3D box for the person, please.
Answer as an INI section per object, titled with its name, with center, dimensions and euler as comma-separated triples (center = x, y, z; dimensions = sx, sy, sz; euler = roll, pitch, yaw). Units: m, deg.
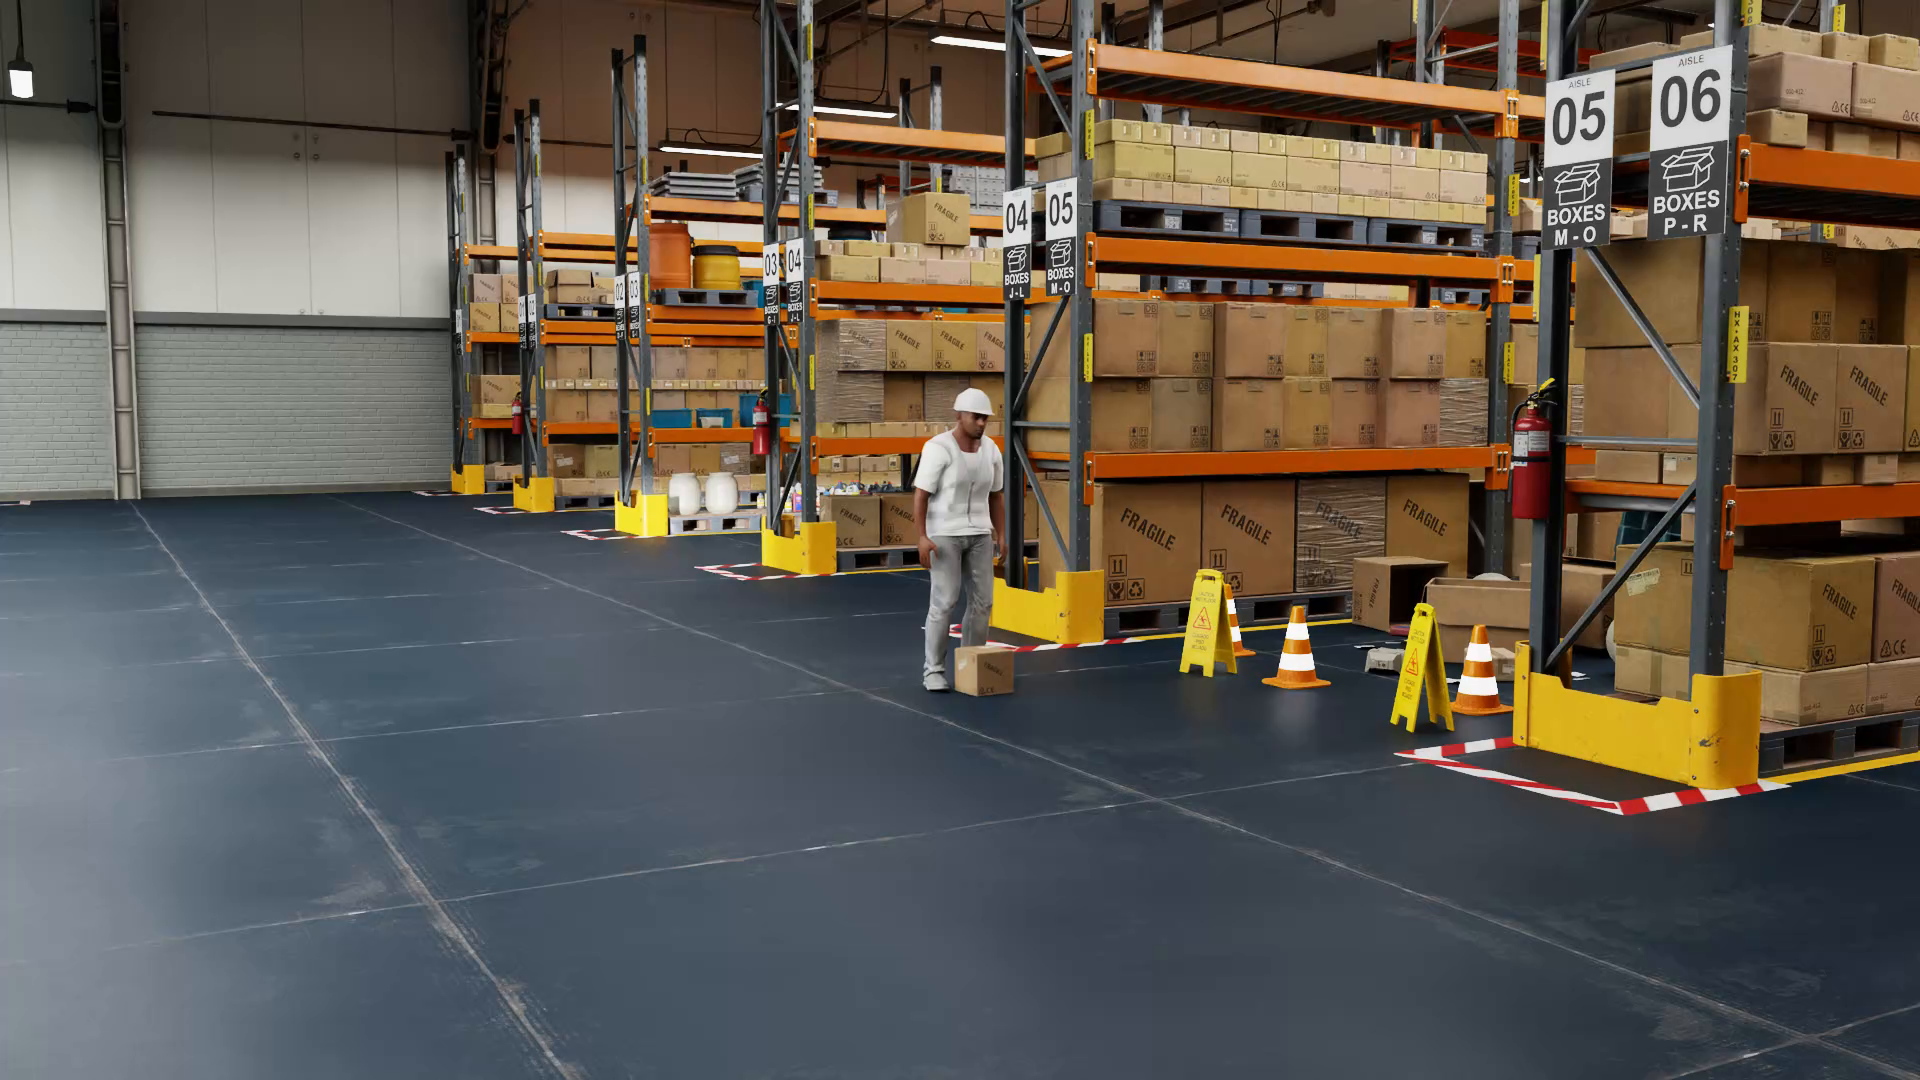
[person]
center = 0.024, -0.010, 9.771
dimensions = 0.631, 1.760, 0.460
euler = -3, 6, -29
